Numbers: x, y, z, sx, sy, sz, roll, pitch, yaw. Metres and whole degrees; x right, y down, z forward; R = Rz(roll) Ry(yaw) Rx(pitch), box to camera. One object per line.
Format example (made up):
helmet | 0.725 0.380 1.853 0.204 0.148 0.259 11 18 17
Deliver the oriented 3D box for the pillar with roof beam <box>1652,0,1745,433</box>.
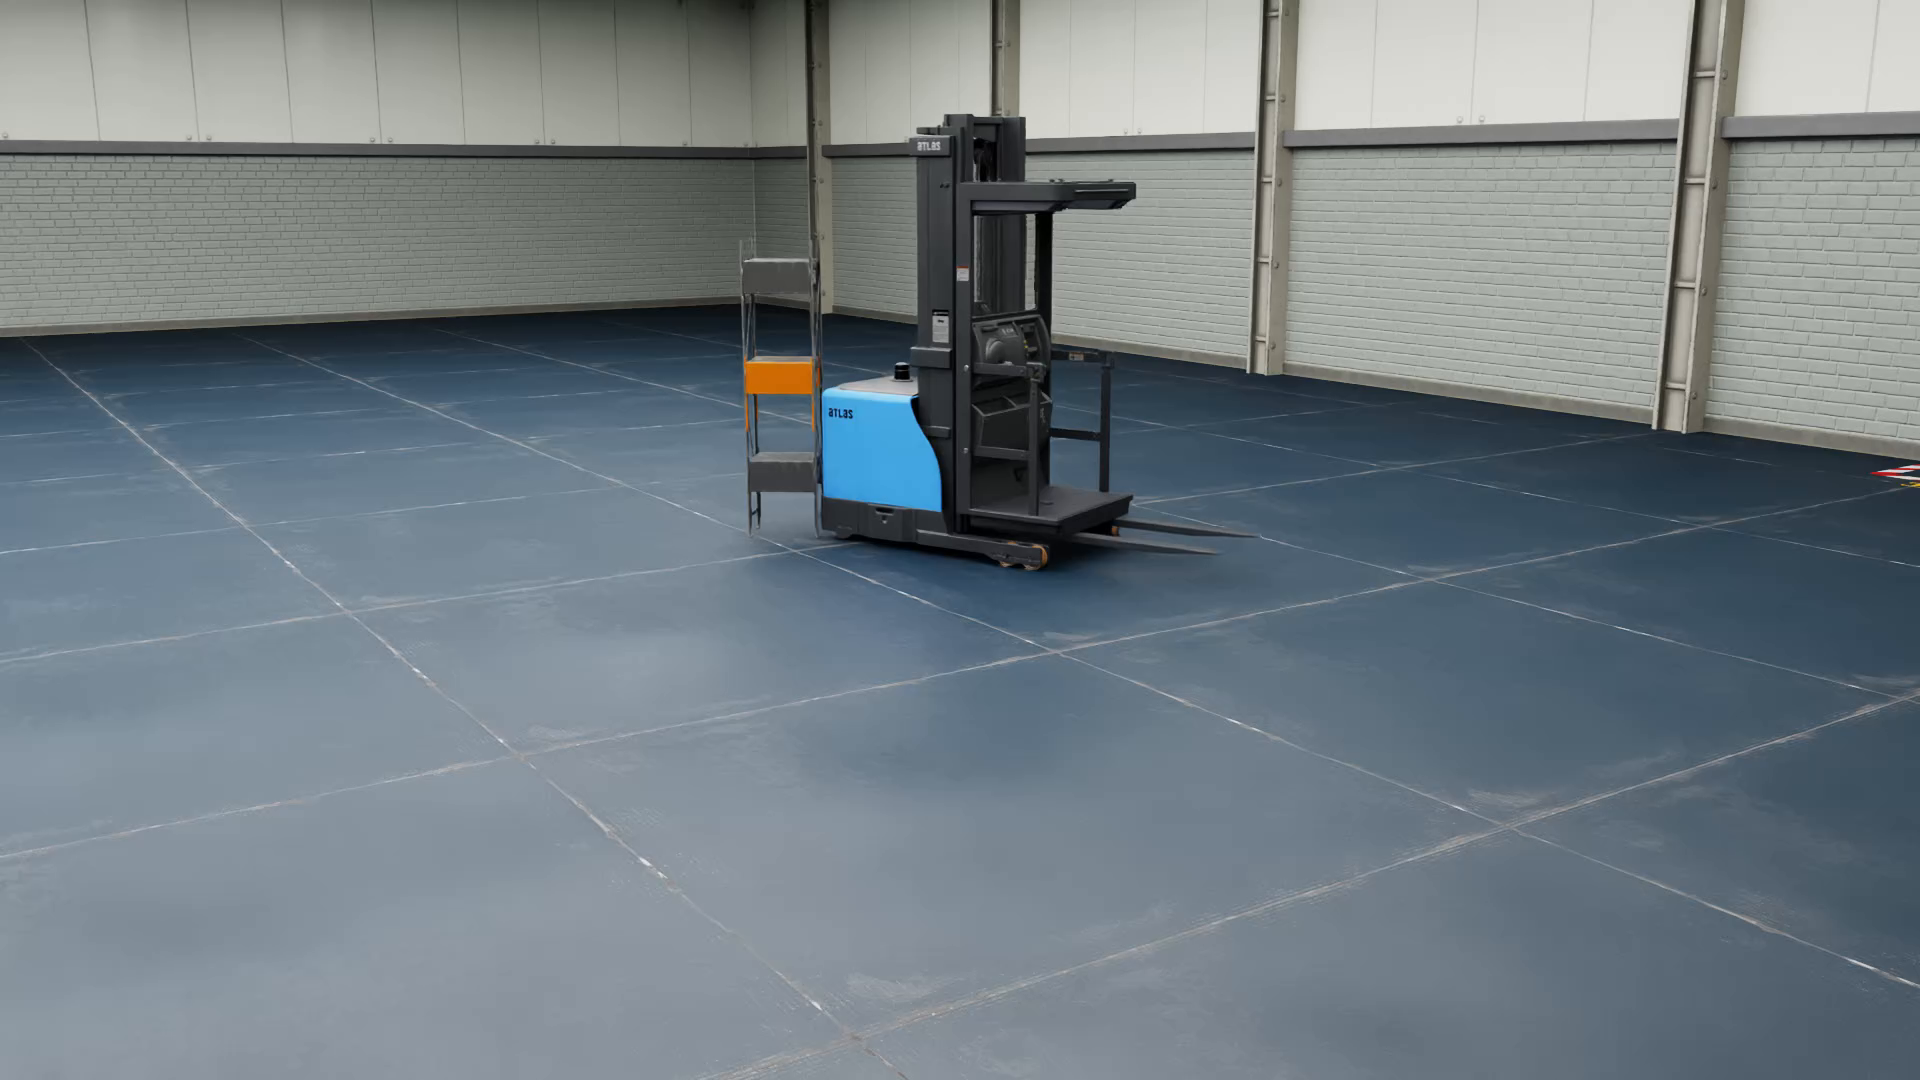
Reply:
pillar with roof beam | 3.759 -5.014 13.724 9.100 9.000 0.400 -8 15 -33

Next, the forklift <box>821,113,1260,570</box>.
forklift | 0.526 -1.361 11.223 3.031 2.935 1.130 8 15 32

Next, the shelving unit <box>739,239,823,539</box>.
shelving unit | -1.257 -1.080 11.881 0.503 2.100 0.431 1 12 4

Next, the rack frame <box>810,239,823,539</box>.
rack frame | -1.013 -1.077 11.865 0.015 2.100 0.400 1 12 4

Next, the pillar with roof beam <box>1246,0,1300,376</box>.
pillar with roof beam | 0.435 -6.081 18.604 9.100 9.000 0.400 -8 15 -33

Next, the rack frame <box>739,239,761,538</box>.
rack frame | -1.500 -1.083 11.897 0.015 2.100 0.400 1 12 4

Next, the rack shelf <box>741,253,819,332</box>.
rack shelf | -1.259 -1.751 11.736 0.480 0.518 0.431 1 12 4

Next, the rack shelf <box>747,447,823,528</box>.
rack shelf | -1.255 -0.383 12.033 0.480 0.518 0.431 1 12 4

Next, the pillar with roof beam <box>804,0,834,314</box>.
pillar with roof beam | -6.214 -8.215 28.363 9.100 9.000 0.400 -8 15 -33

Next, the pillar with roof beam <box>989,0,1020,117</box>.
pillar with roof beam | -2.889 -7.148 23.484 9.100 9.000 0.400 -8 15 -33

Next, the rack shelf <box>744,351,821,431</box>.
rack shelf | -1.257 -1.067 11.884 0.480 0.518 0.431 1 12 4
